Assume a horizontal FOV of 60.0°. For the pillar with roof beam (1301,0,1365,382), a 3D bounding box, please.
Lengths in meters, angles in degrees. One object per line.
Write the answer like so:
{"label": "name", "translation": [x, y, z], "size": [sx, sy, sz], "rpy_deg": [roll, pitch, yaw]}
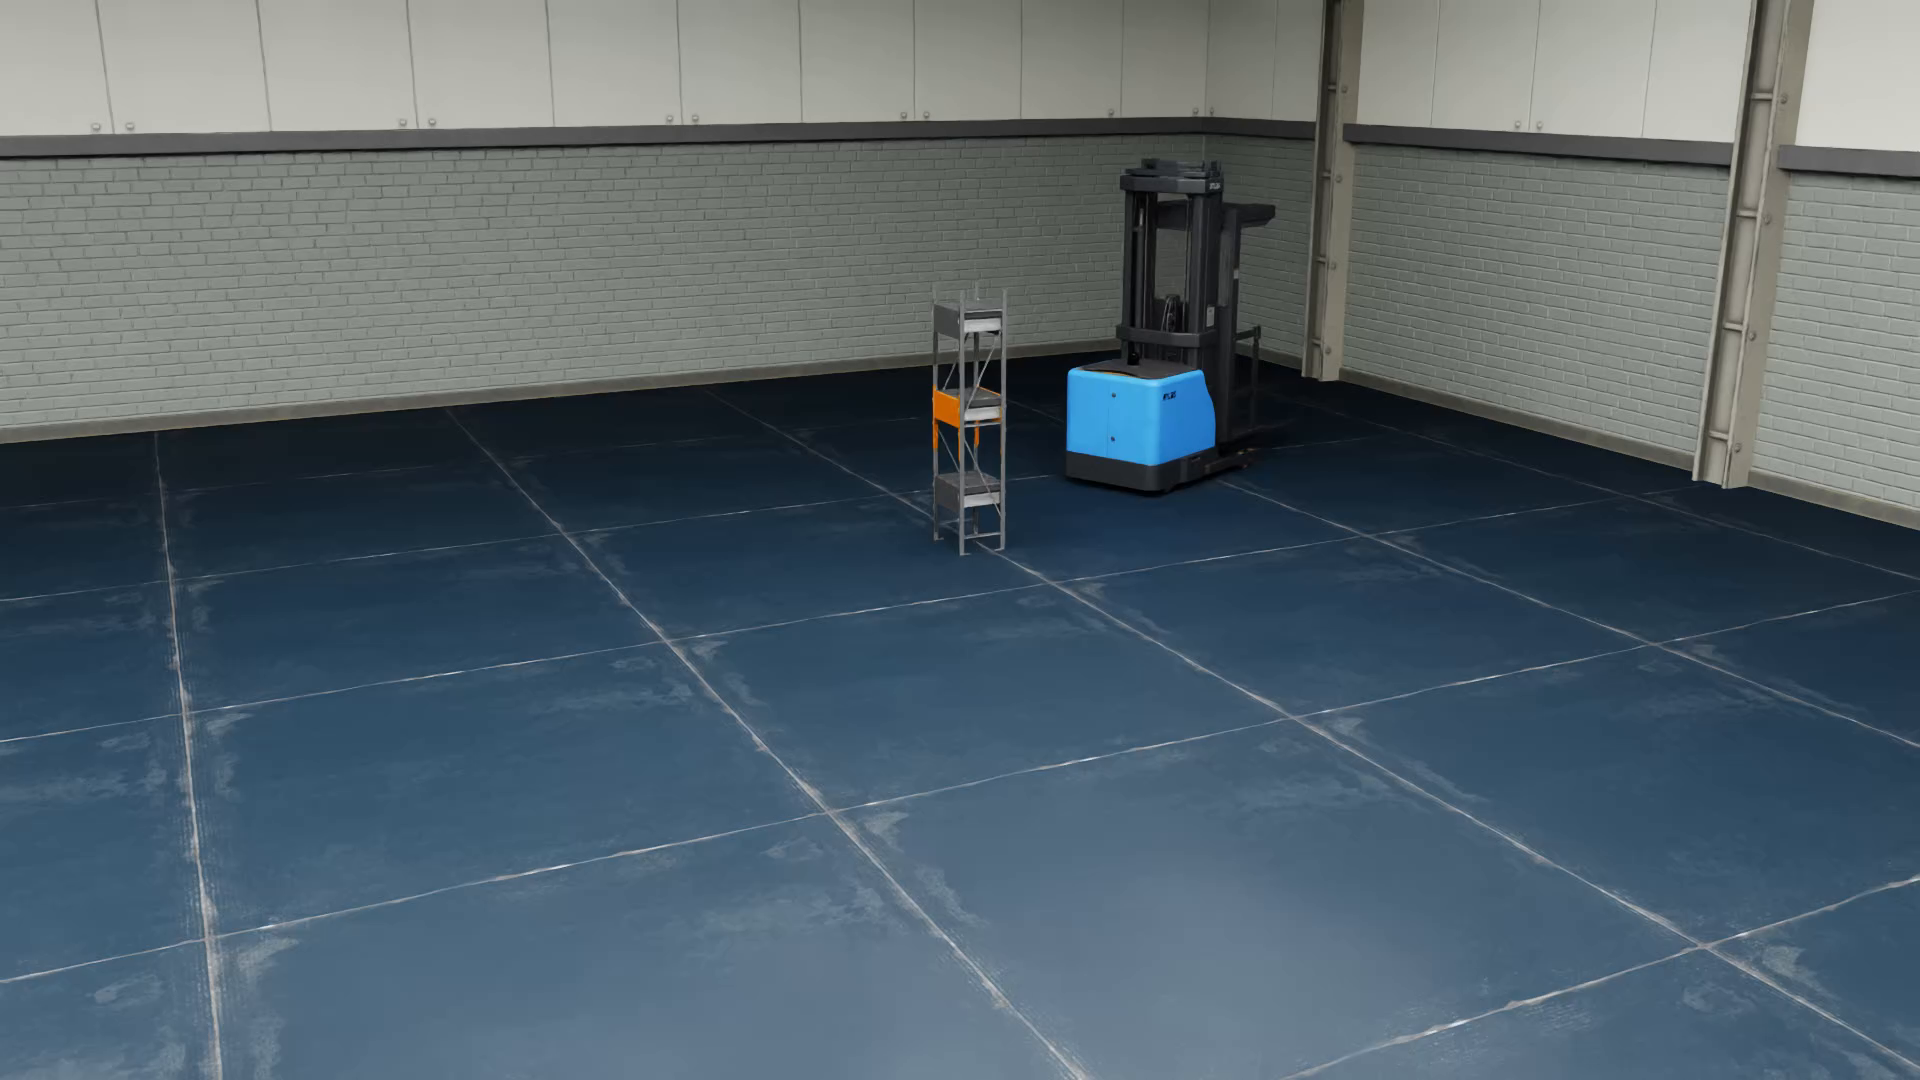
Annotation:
{"label": "pillar with roof beam", "translation": [0.648, -5.833, 17.763], "size": [9.100, 9.000, 0.400], "rpy_deg": [-8, 18, -25]}

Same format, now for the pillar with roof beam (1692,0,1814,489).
{"label": "pillar with roof beam", "translation": [3.276, -4.345, 12.578], "size": [9.100, 9.000, 0.400], "rpy_deg": [-8, 18, -25]}

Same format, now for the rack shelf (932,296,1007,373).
{"label": "rack shelf", "translation": [0.072, -1.628, 13.129], "size": [0.431, 0.518, 0.480], "rpy_deg": [-8, 18, -25]}

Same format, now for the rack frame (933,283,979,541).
{"label": "rack frame", "translation": [-0.034, -1.029, 13.529], "size": [0.400, 2.100, 0.015], "rpy_deg": [-8, 18, -25]}

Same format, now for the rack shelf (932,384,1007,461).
{"label": "rack shelf", "translation": [0.073, -0.955, 13.322], "size": [0.431, 0.518, 0.480], "rpy_deg": [-8, 18, -25]}

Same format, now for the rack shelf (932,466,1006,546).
{"label": "rack shelf", "translation": [0.073, -0.282, 13.515], "size": [0.431, 0.518, 0.480], "rpy_deg": [-8, 18, -25]}

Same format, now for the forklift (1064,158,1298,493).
{"label": "forklift", "translation": [2.302, -2.183, 16.045], "size": [1.130, 2.935, 3.031], "rpy_deg": [13, 20, 38]}

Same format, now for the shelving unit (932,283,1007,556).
{"label": "shelving unit", "translation": [0.073, -0.968, 13.318], "size": [0.431, 2.100, 0.503], "rpy_deg": [-8, 18, -25]}

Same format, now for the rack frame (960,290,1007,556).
{"label": "rack frame", "translation": [0.179, -0.908, 13.107], "size": [0.400, 2.100, 0.015], "rpy_deg": [-8, 18, -25]}
